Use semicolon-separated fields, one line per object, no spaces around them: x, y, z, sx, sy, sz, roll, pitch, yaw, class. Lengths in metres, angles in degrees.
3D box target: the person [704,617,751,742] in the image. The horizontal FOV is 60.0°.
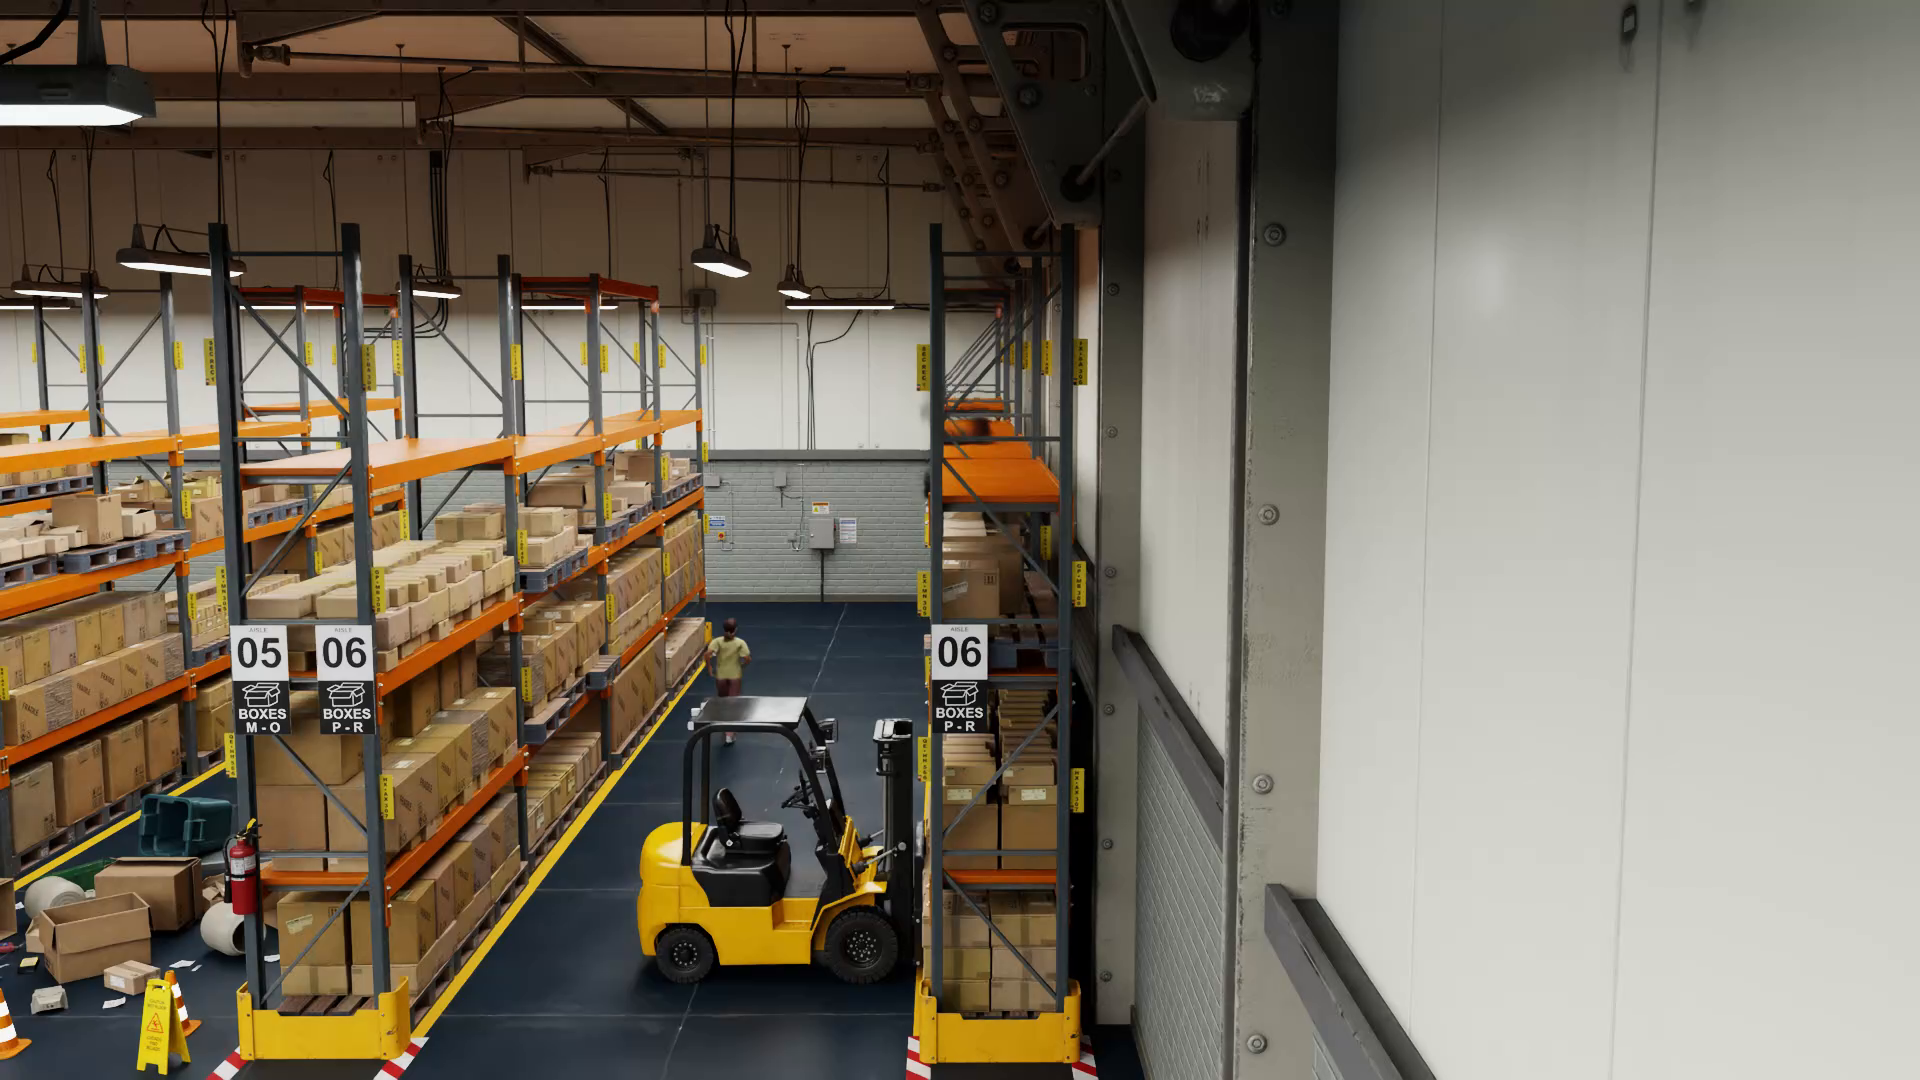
-3.027;1.811;21.789;0.587;1.627;0.599;0;7;0;person
